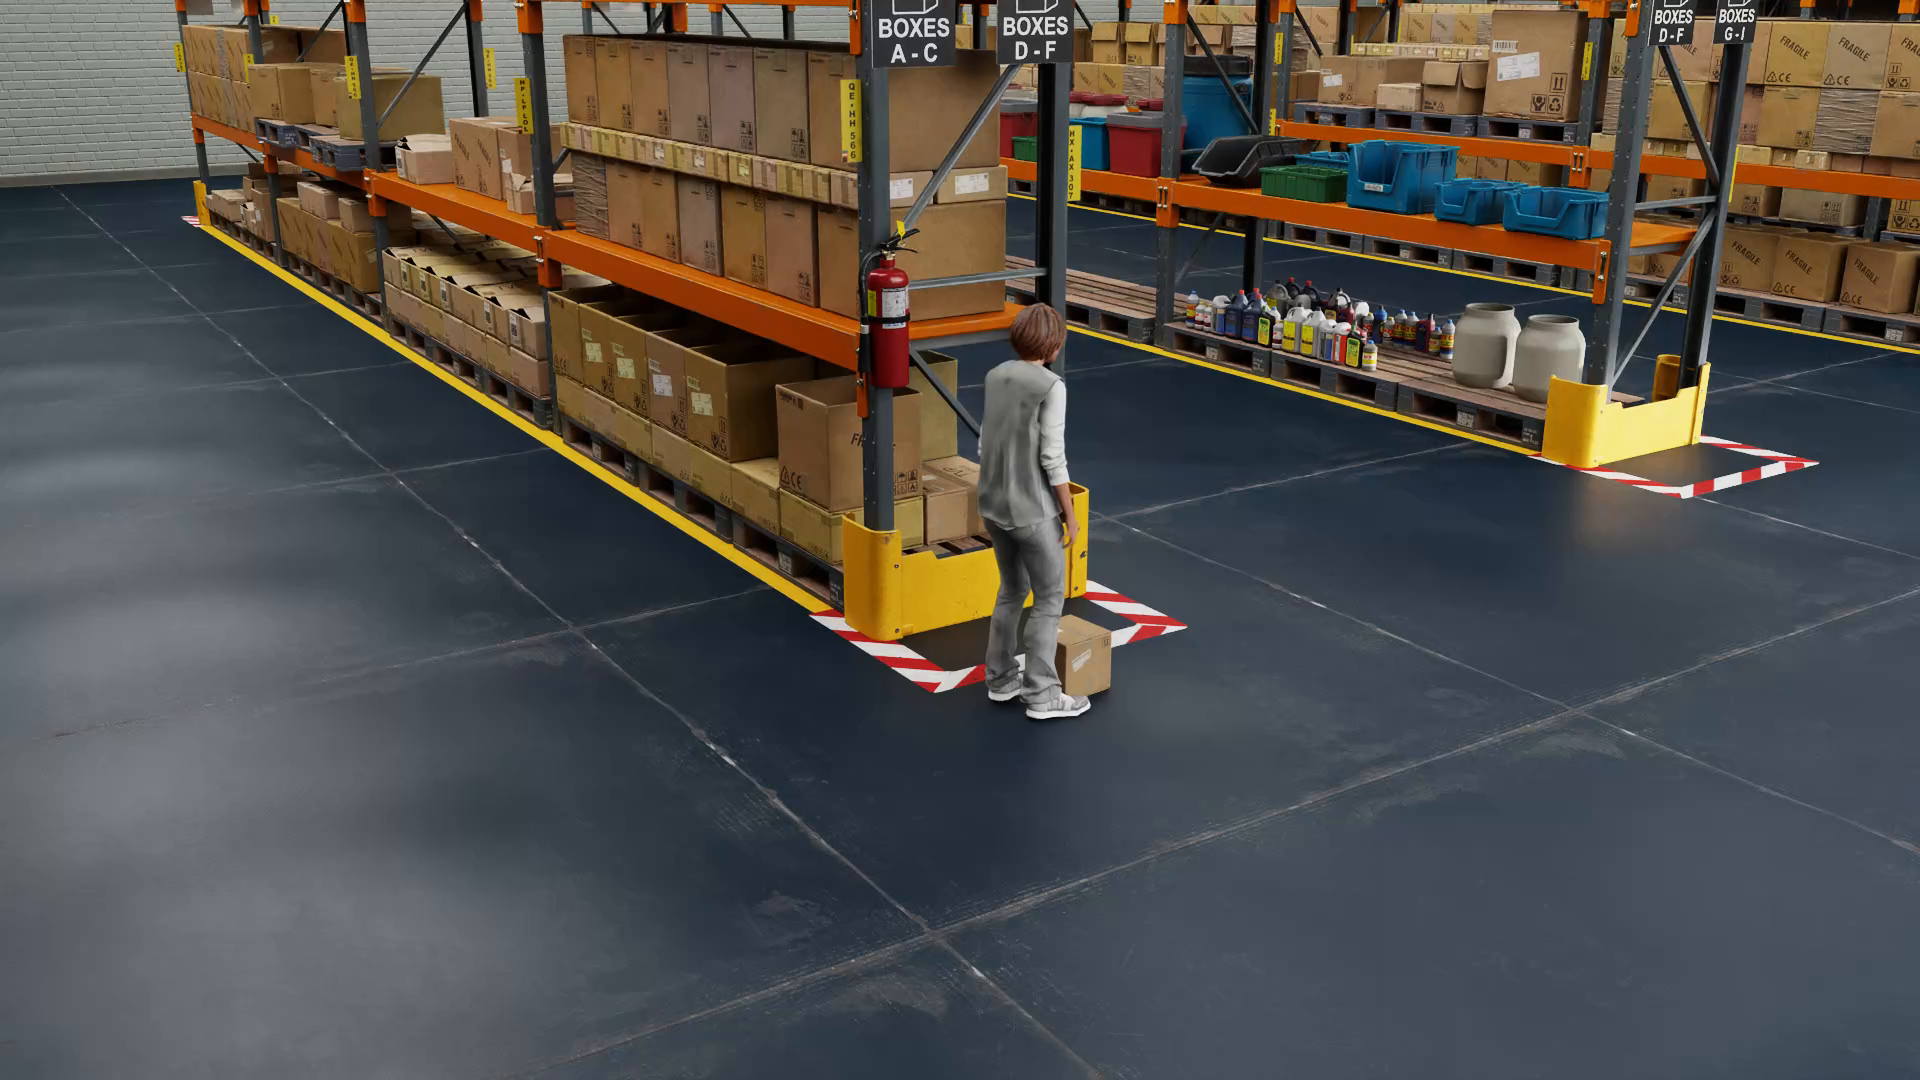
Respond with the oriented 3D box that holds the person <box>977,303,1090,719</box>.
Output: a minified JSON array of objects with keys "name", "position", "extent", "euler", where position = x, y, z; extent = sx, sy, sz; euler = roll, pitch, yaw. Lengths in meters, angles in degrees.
[{"name":"person","position":[0.258,-0.106,6.395],"extent":[0.346,1.593,0.480],"euler":[-14,23,-37]}]
